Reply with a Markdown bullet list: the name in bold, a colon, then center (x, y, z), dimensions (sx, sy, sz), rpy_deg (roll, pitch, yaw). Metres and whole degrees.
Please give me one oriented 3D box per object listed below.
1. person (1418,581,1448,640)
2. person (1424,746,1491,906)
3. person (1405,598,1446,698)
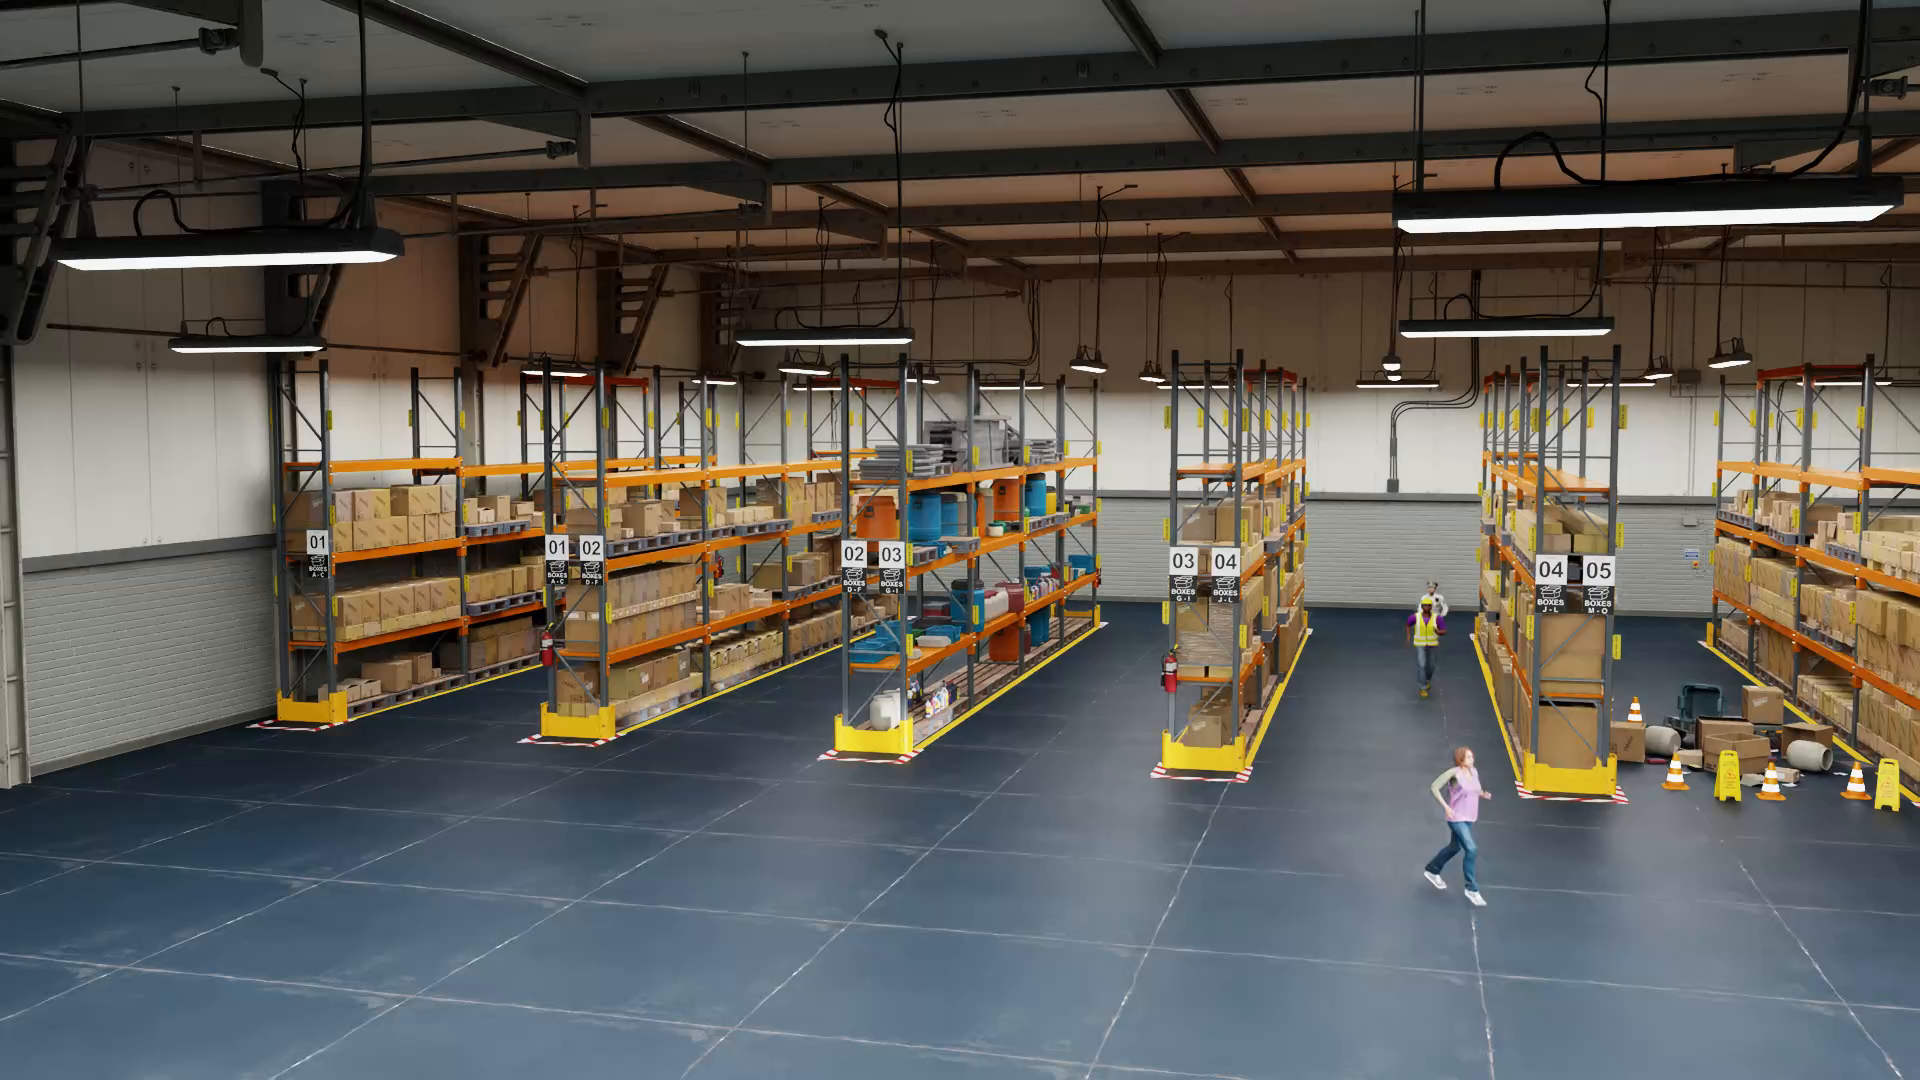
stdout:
- **person**: center (9.867, 1.688, 34.734), dimensions (0.616, 1.669, 0.520), rpy_deg (1, 4, 19)
- **person**: center (5.229, 2.954, 17.432), dimensions (0.516, 1.634, 0.764), rpy_deg (-4, 5, -41)
- **person**: center (8.457, 1.923, 30.177), dimensions (0.700, 1.752, 0.989), rpy_deg (1, 4, 8)
